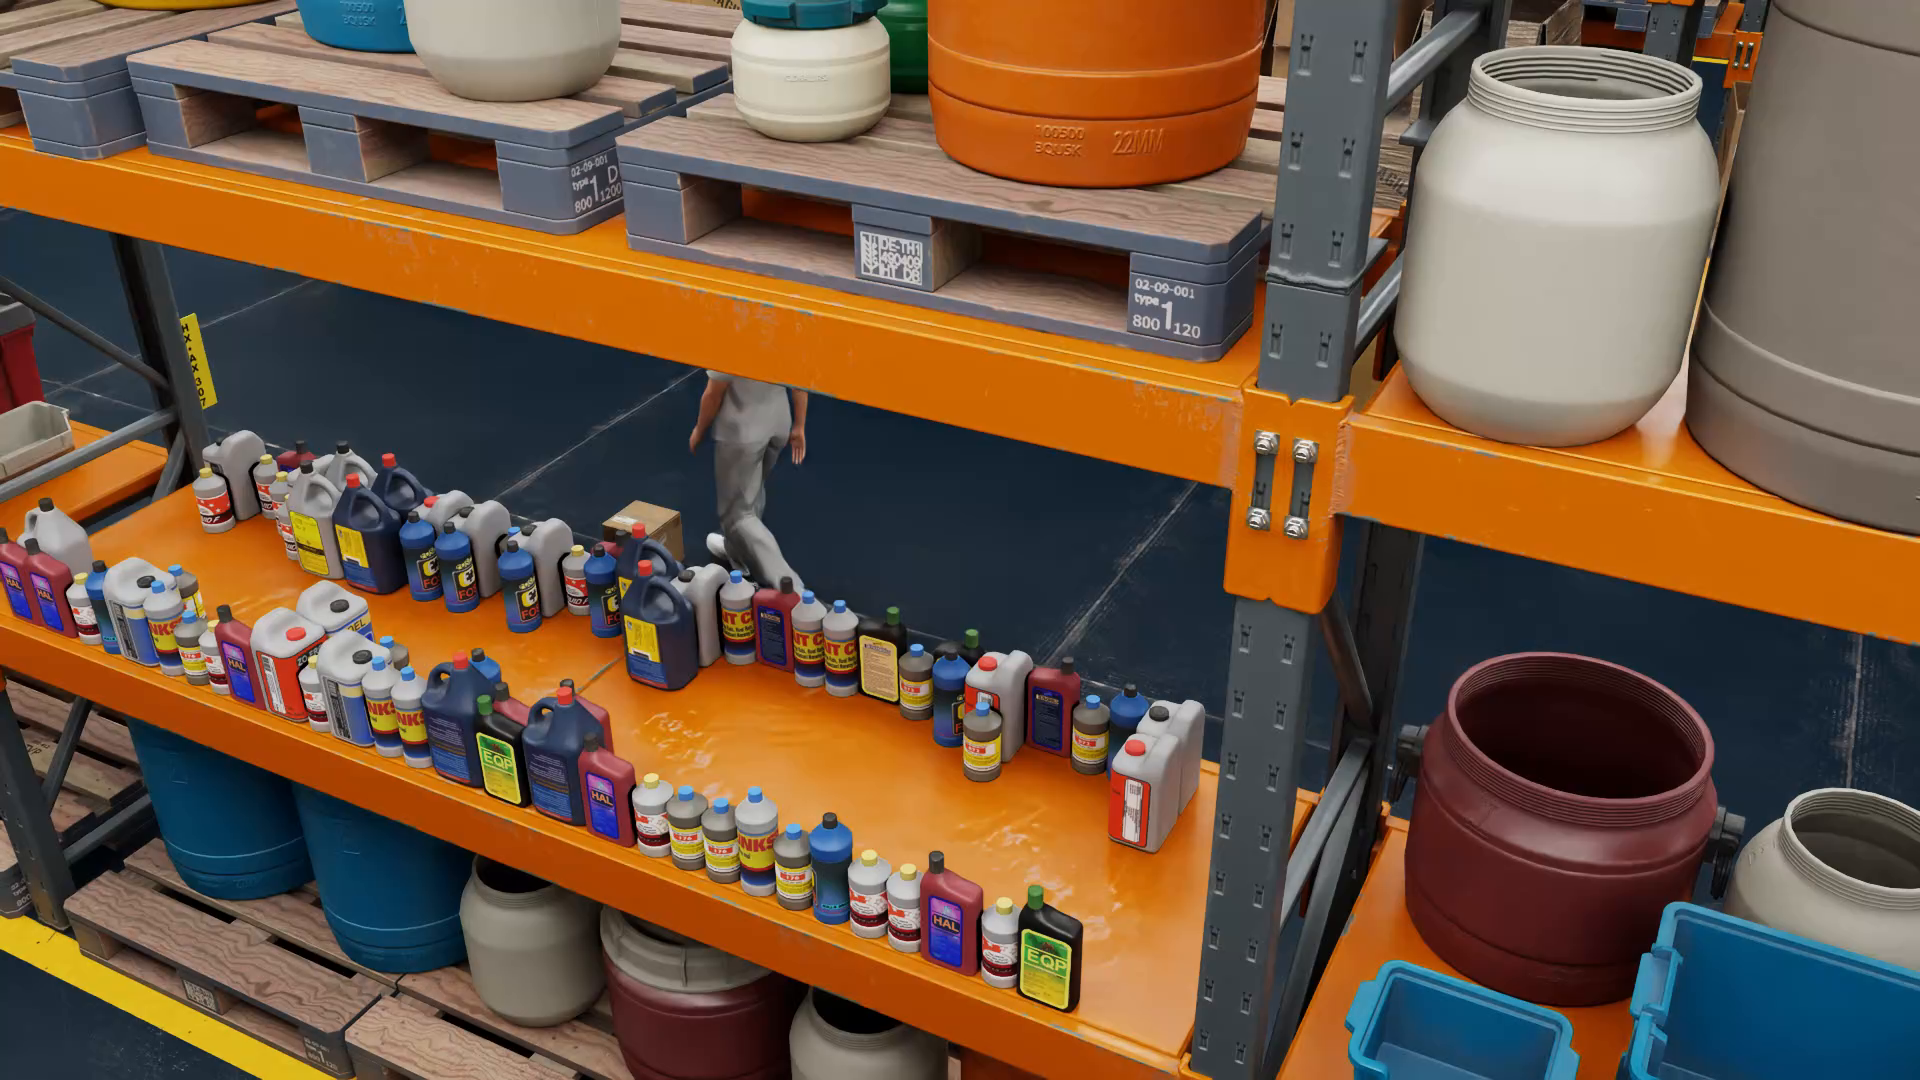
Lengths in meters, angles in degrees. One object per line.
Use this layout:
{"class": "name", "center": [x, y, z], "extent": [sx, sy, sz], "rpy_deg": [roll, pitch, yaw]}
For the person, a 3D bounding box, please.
{"class": "person", "center": [-0.884, -0.461, 6.919], "extent": [0.911, 1.631, 0.444], "rpy_deg": [25, 38, 36]}
